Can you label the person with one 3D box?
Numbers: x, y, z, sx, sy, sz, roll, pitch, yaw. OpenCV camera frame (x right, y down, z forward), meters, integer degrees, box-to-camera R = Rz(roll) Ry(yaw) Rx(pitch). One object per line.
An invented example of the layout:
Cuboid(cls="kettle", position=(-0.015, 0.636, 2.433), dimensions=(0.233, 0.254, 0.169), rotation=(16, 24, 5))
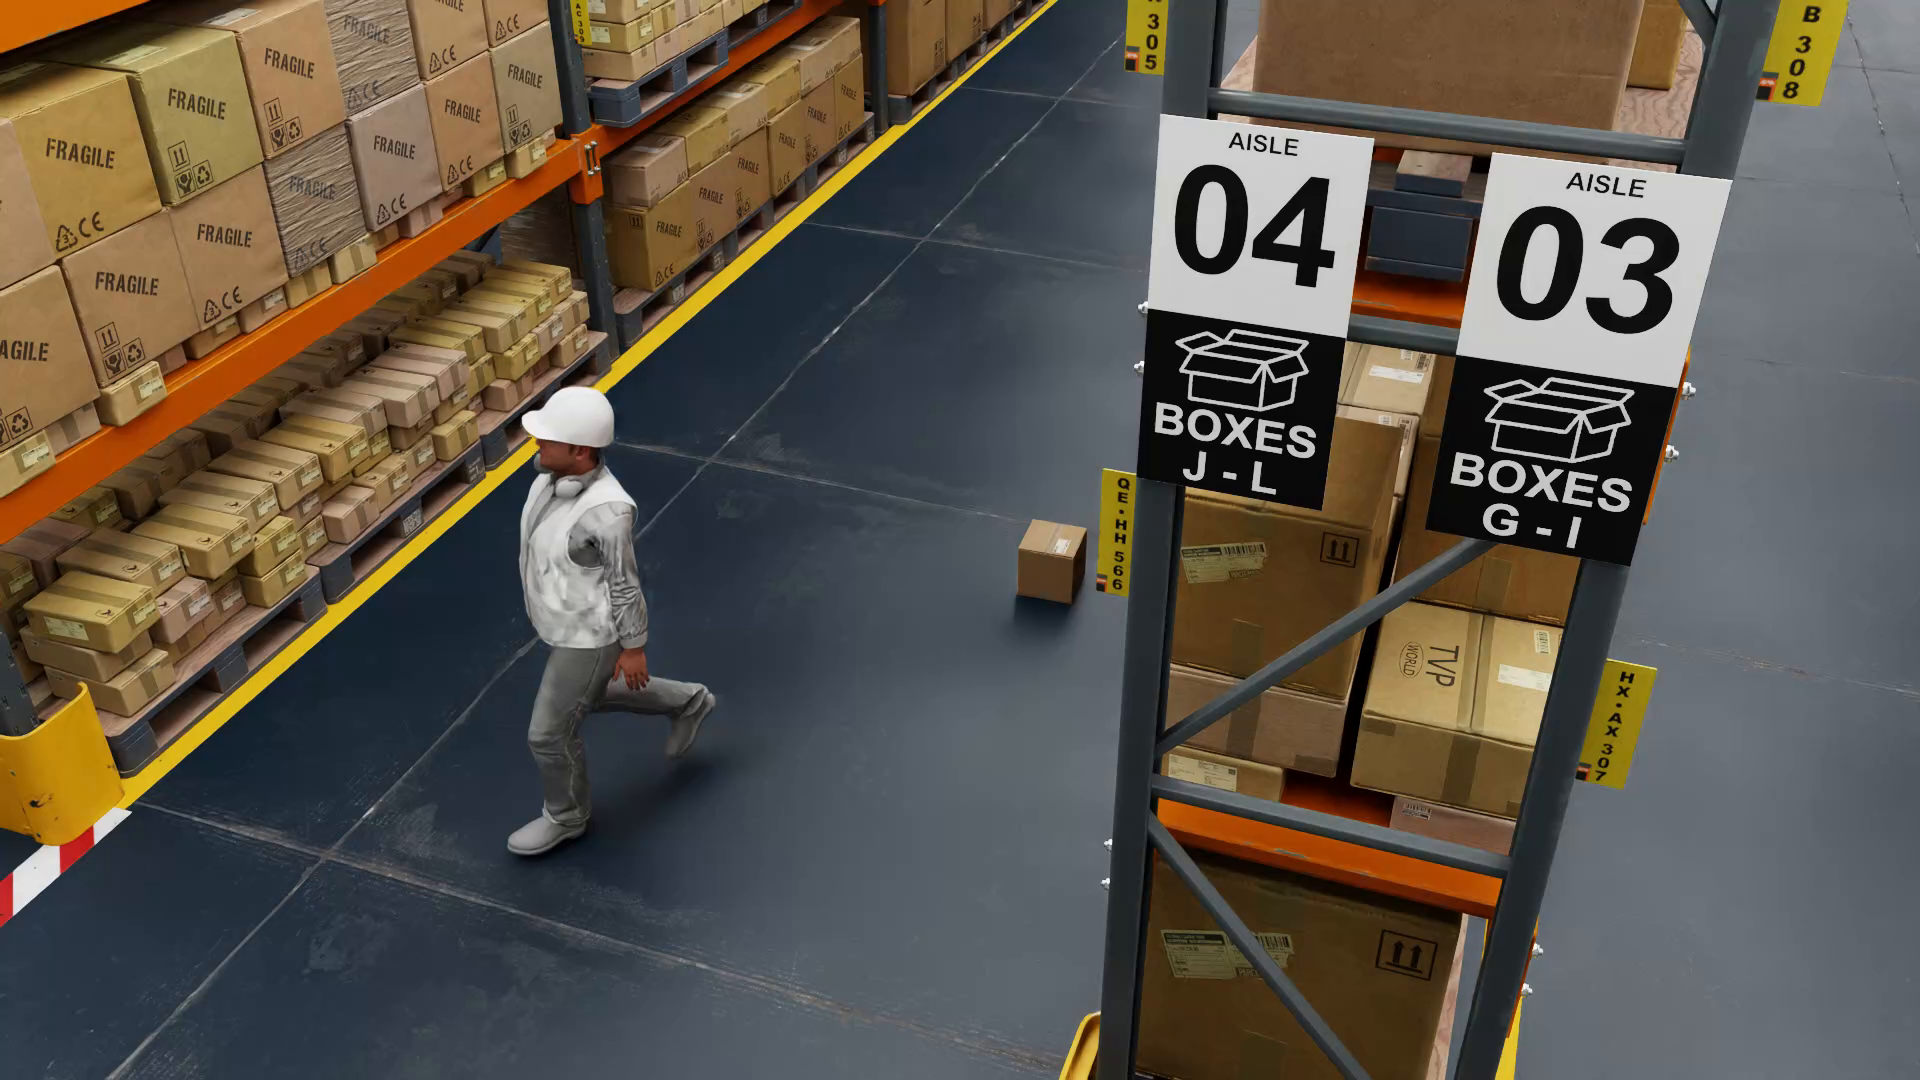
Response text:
Cuboid(cls="person", position=(-1.272, 0.244, 5.740), dimensions=(0.898, 1.735, 0.550), rotation=(-17, 37, -24))
